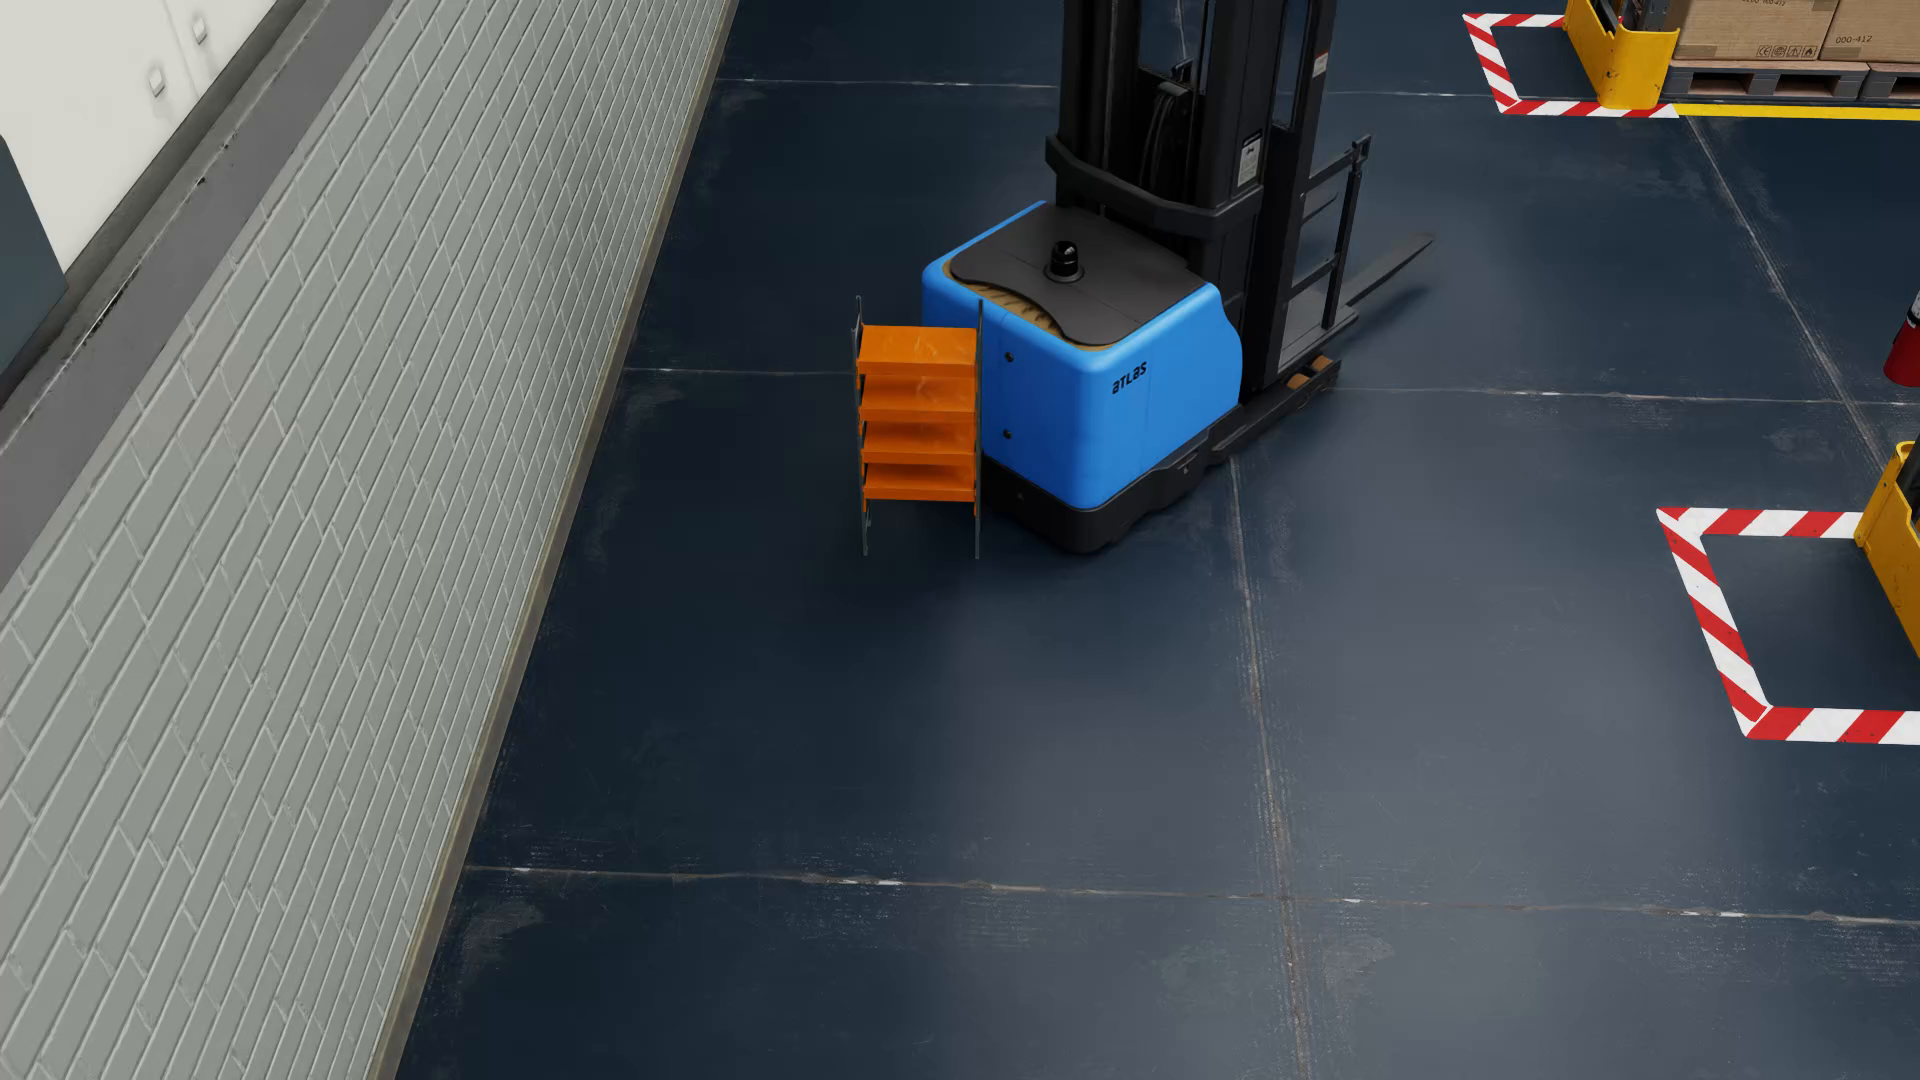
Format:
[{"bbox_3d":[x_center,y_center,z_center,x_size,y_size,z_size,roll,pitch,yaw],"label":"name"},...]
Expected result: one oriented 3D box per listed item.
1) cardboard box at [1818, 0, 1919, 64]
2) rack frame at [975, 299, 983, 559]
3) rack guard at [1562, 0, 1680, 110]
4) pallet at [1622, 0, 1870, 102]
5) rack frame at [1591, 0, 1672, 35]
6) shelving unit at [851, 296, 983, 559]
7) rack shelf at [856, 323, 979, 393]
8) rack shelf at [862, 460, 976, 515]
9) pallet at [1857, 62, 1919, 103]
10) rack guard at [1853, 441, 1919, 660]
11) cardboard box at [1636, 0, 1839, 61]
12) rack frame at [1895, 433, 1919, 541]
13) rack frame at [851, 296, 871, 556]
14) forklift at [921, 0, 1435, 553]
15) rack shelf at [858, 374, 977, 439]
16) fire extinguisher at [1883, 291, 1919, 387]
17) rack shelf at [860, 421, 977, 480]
[{"bbox_3d":[5.721,-3.365,10.319,0.875,0.438,0.875,3,43,3],"label":"cardboard box"},{"bbox_3d":[0.078,-0.437,6.924,0.015,1.200,0.240,2,43,2],"label":"rack frame"},{"bbox_3d":[4.119,-3.210,10.414,0.348,0.500,1.175,2,43,2],"label":"rack guard"},{"bbox_3d":[4.945,-3.132,10.543,1.213,0.211,1.003,2,43,2],"label":"pallet"},{"bbox_3d":[4.143,-4.124,9.561,0.127,3.000,1.000,2,43,2],"label":"rack frame"},{"bbox_3d":[-0.165,-0.444,6.932,0.503,1.200,0.258,2,43,2],"label":"shelving unit"},{"bbox_3d":[-0.165,-0.732,6.664,0.480,0.148,0.258,2,43,2],"label":"rack shelf"},{"bbox_3d":[-0.165,-0.250,7.113,0.480,0.148,0.258,2,43,2],"label":"rack shelf"},{"bbox_3d":[6.161,-3.093,10.500,1.213,0.211,1.003,2,43,2],"label":"pallet"},{"bbox_3d":[4.097,0.167,6.789,0.348,0.500,1.175,2,43,2],"label":"rack guard"},{"bbox_3d":[4.807,-3.388,10.343,0.875,0.438,0.875,0,43,0],"label":"cardboard box"},{"bbox_3d":[4.021,-0.750,5.940,0.127,3.000,1.000,2,43,2],"label":"rack frame"},{"bbox_3d":[-0.409,-0.452,6.940,0.015,1.200,0.240,2,43,2],"label":"rack frame"},{"bbox_3d":[1.205,-1.926,7.252,1.130,2.935,3.031,33,52,30],"label":"forklift"},{"bbox_3d":[-0.165,-0.559,6.825,0.480,0.148,0.258,2,43,2],"label":"rack shelf"},{"bbox_3d":[3.790,-0.907,6.439,0.183,0.674,0.296,2,43,2],"label":"fire extinguisher"},{"bbox_3d":[-0.165,-0.395,6.978,0.480,0.148,0.258,2,43,2],"label":"rack shelf"}]
